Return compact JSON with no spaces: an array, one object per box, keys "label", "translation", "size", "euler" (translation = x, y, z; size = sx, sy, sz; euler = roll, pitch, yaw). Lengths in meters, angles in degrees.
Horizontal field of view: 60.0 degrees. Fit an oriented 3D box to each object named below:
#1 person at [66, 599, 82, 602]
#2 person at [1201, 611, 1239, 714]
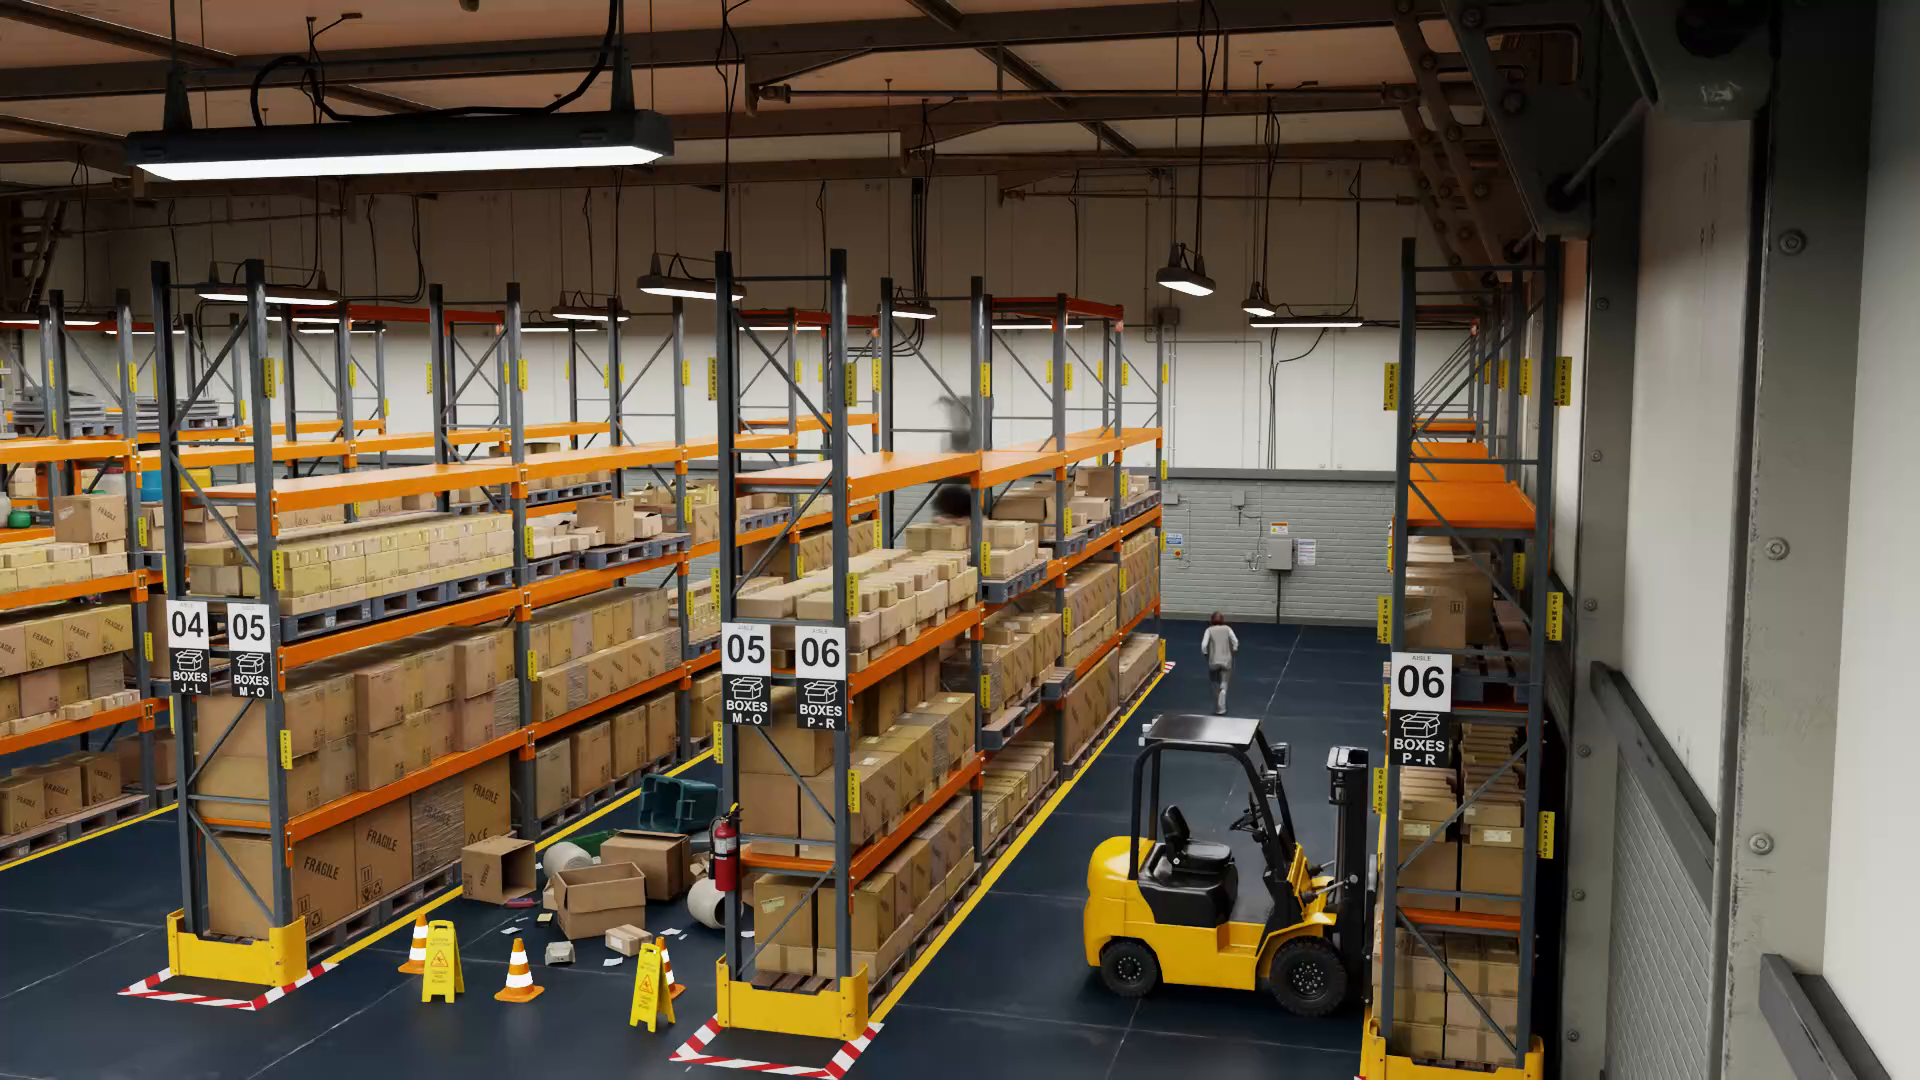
[{"label":"person","translation":[-14.388,1.493,26.934],"size":[0.592,1.654,0.724],"euler":[1,6,13]},{"label":"person","translation":[3.806,1.842,24.352],"size":[0.551,1.576,0.769],"euler":[1,6,5]}]
